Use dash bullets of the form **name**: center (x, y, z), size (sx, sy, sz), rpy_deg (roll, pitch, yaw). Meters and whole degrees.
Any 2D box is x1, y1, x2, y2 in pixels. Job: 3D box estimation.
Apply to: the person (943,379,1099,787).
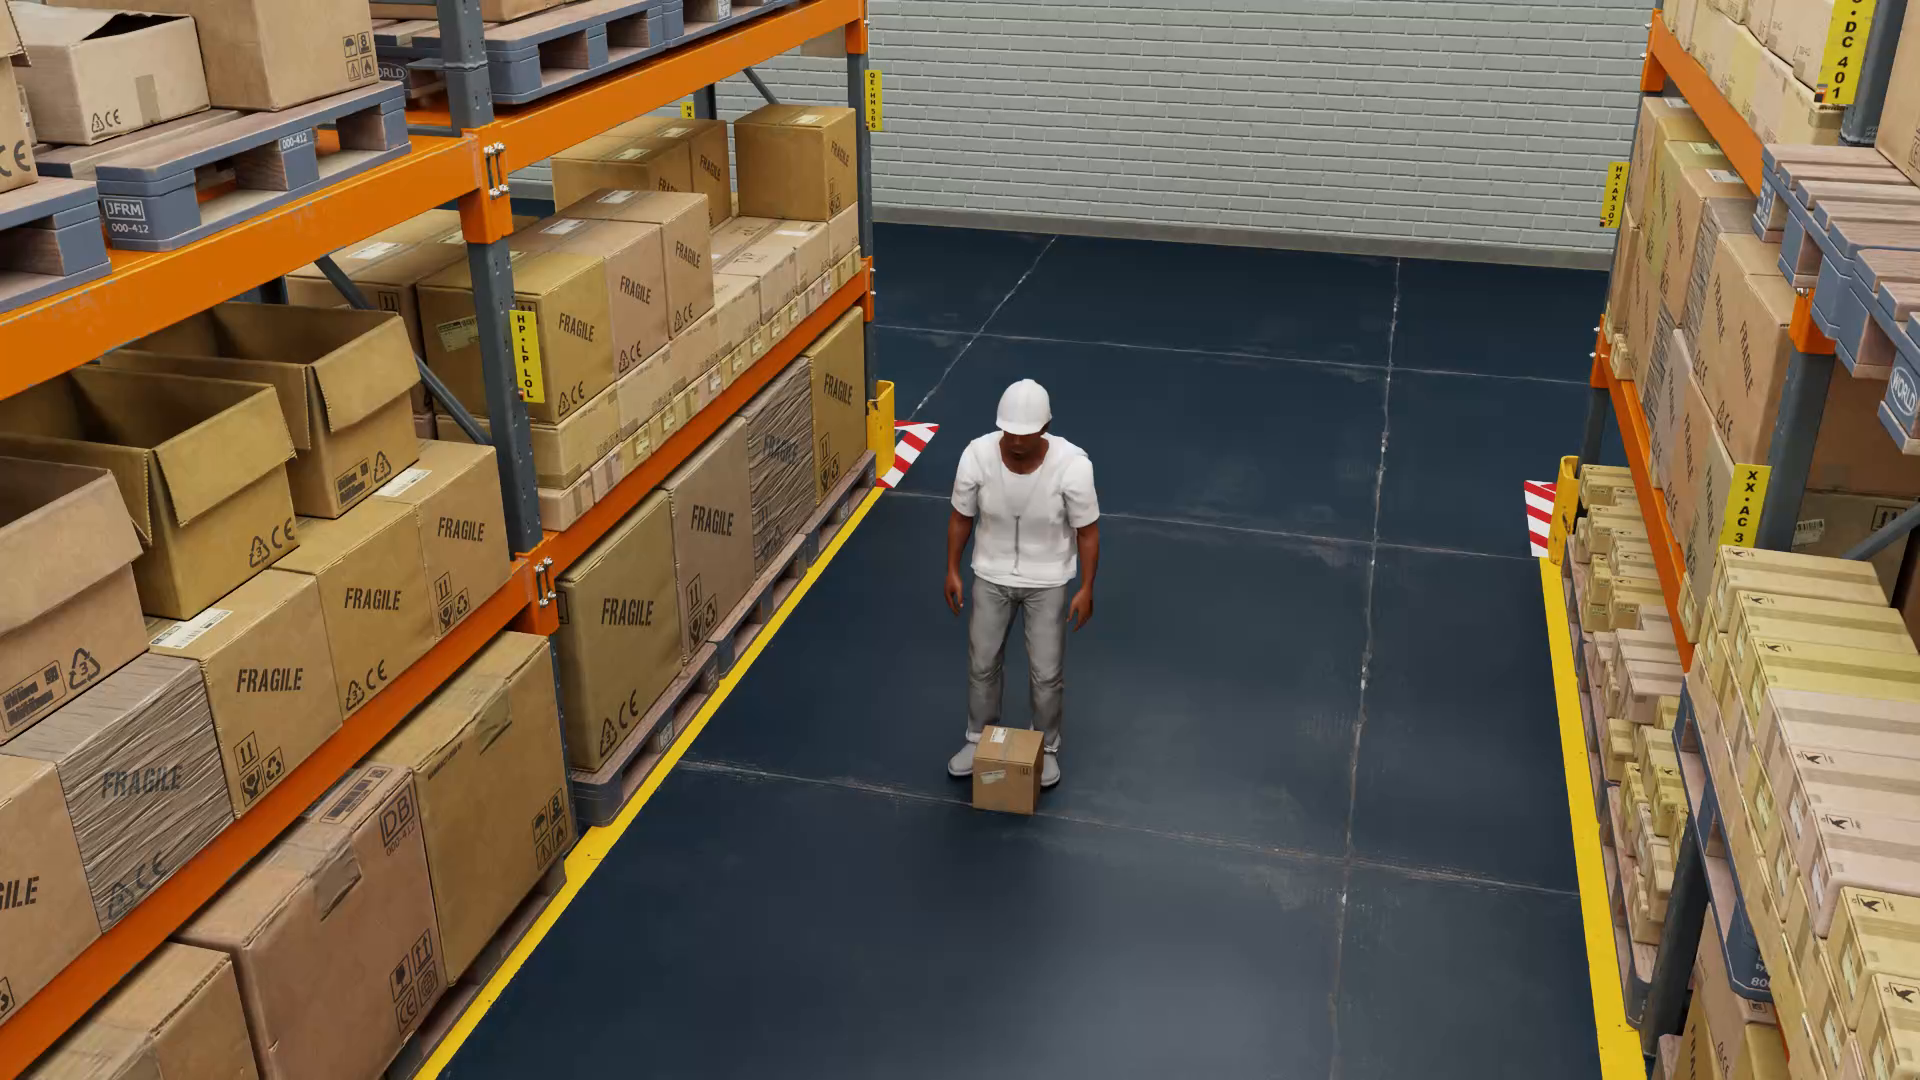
- **person**: center (0.241, 0.168, 6.730), size (0.628, 1.761, 0.458), rpy_deg (6, 26, 13)
